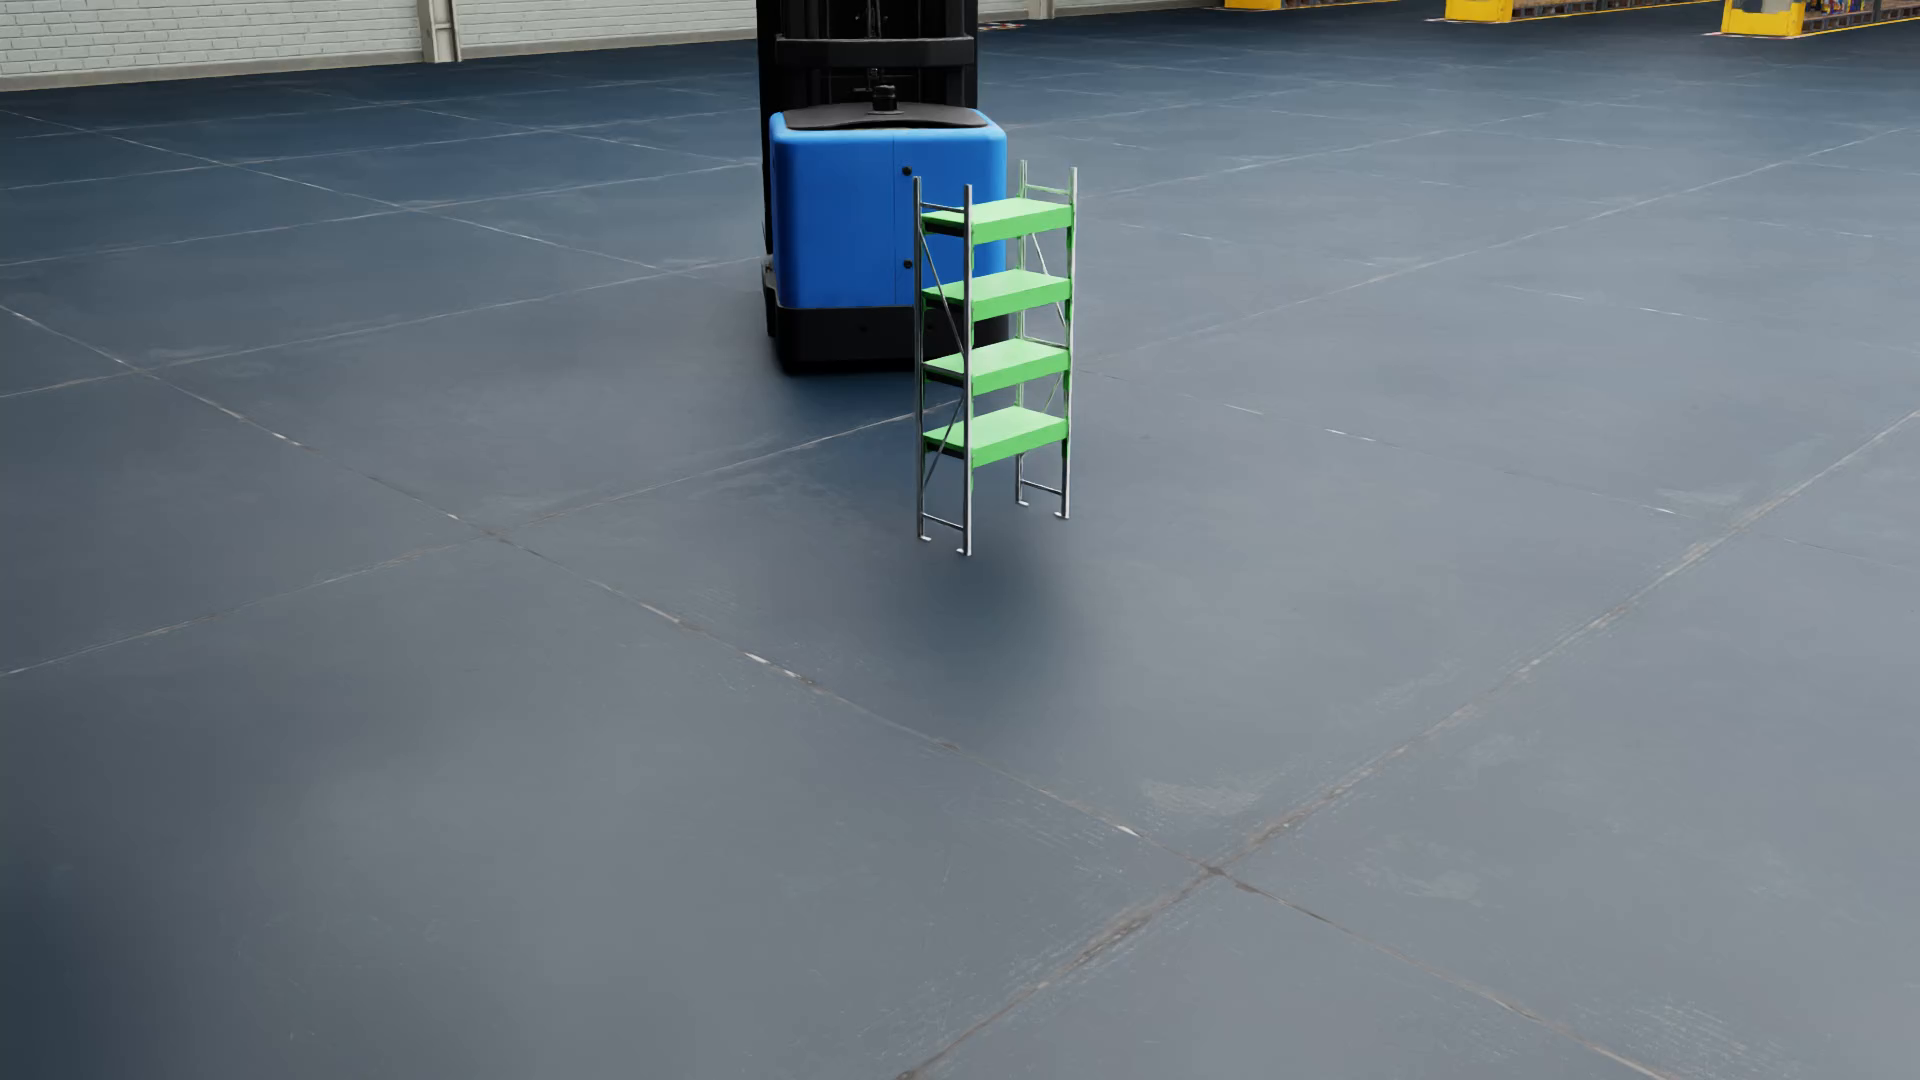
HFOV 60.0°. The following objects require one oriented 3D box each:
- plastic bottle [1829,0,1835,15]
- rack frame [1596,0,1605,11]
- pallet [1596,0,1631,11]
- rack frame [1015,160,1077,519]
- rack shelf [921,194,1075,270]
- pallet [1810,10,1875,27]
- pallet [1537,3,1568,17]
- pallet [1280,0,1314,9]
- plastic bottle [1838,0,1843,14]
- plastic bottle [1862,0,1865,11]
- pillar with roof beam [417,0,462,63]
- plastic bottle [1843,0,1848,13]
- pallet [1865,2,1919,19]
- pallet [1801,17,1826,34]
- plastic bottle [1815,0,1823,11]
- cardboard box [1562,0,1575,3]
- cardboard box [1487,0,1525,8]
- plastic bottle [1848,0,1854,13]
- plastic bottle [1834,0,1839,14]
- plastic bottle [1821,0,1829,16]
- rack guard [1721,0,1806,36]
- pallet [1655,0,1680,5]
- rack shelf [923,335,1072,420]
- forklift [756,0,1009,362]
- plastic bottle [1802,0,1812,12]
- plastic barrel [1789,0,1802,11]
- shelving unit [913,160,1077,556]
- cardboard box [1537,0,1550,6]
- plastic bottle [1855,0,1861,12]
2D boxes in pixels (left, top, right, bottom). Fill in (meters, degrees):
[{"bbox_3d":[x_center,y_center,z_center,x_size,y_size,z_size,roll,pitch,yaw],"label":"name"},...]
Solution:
[{"bbox_3d":[14.545,-8.914,27.757,0.133,0.283,0.061,-20,28,-41],"label":"plastic bottle"},{"bbox_3d":[12.130,-11.803,32.103,1.000,3.000,0.127,19,28,41],"label":"rack frame"},{"bbox_3d":[12.616,-10.701,33.121,1.003,0.211,1.213,19,28,41],"label":"pallet"},{"bbox_3d":[0.286,-0.665,5.633,0.240,1.200,0.015,19,28,41],"label":"rack frame"},{"bbox_3d":[0.115,-0.991,5.321,0.258,0.148,0.480,19,28,41],"label":"rack shelf"},{"bbox_3d":[15.178,-9.099,28.953,1.003,0.211,1.213,19,28,41],"label":"pallet"},{"bbox_3d":[10.694,-9.993,31.279,1.003,0.211,1.213,19,28,41],"label":"pallet"},{"bbox_3d":[6.432,-10.932,33.722,1.003,0.211,1.213,19,28,41],"label":"pallet"},{"bbox_3d":[14.824,-9.020,28.052,0.097,0.271,0.097,0,21,0],"label":"plastic bottle"},{"bbox_3d":[15.646,-9.291,28.853,0.097,0.201,0.097,0,21,0],"label":"plastic bottle"},{"bbox_3d":[-3.817,-9.506,17.765,9.100,9.000,0.400,19,28,41],"label":"pillar with roof beam"},{"bbox_3d":[14.958,-9.086,28.216,0.135,0.276,0.152,-20,28,-41],"label":"plastic bottle"},{"bbox_3d":[17.047,-9.788,30.746,1.003,0.211,1.213,19,28,41],"label":"pallet"},{"bbox_3d":[13.475,-8.472,27.321,1.003,0.211,1.213,19,28,41],"label":"pallet"},{"bbox_3d":[14.919,-9.392,28.908,0.144,0.351,0.185,19,28,41],"label":"plastic bottle"},{"bbox_3d":[11.269,-10.284,31.396,0.500,0.250,0.500,19,28,41],"label":"cardboard box"},{"bbox_3d":[9.873,-9.770,30.060,0.500,0.250,0.500,19,28,41],"label":"cardboard box"},{"bbox_3d":[15.216,-9.161,28.401,0.133,0.283,0.061,-18,27,-39],"label":"plastic bottle"},{"bbox_3d":[14.683,-8.968,27.916,0.097,0.271,0.097,0,21,0],"label":"plastic bottle"},{"bbox_3d":[14.374,-8.854,27.620,0.097,0.271,0.097,0,21,0],"label":"plastic bottle"},{"bbox_3d":[12.905,-8.399,26.730,1.175,0.500,0.348,19,28,41],"label":"rack guard"},{"bbox_3d":[14.318,-11.328,34.753,1.003,0.211,1.213,19,28,41],"label":"pallet"},{"bbox_3d":[0.115,-0.543,5.493,0.258,0.148,0.480,19,28,41],"label":"rack shelf"},{"bbox_3d":[-0.490,-2.659,8.407,1.130,2.935,3.031,-3,21,-7],"label":"forklift"},{"bbox_3d":[14.511,-9.205,28.525,0.152,0.276,0.135,19,28,41],"label":"plastic bottle"},{"bbox_3d":[13.640,-8.886,27.396,0.421,0.512,0.421,0,21,0],"label":"plastic barrel"},{"bbox_3d":[0.115,-0.603,5.470,0.258,1.200,0.503,19,28,41],"label":"shelving unit"},{"bbox_3d":[10.568,-10.028,30.730,0.500,0.250,0.500,19,28,41],"label":"cardboard box"},{"bbox_3d":[15.433,-9.294,28.653,0.144,0.351,0.185,18,28,39],"label":"plastic bottle"}]
